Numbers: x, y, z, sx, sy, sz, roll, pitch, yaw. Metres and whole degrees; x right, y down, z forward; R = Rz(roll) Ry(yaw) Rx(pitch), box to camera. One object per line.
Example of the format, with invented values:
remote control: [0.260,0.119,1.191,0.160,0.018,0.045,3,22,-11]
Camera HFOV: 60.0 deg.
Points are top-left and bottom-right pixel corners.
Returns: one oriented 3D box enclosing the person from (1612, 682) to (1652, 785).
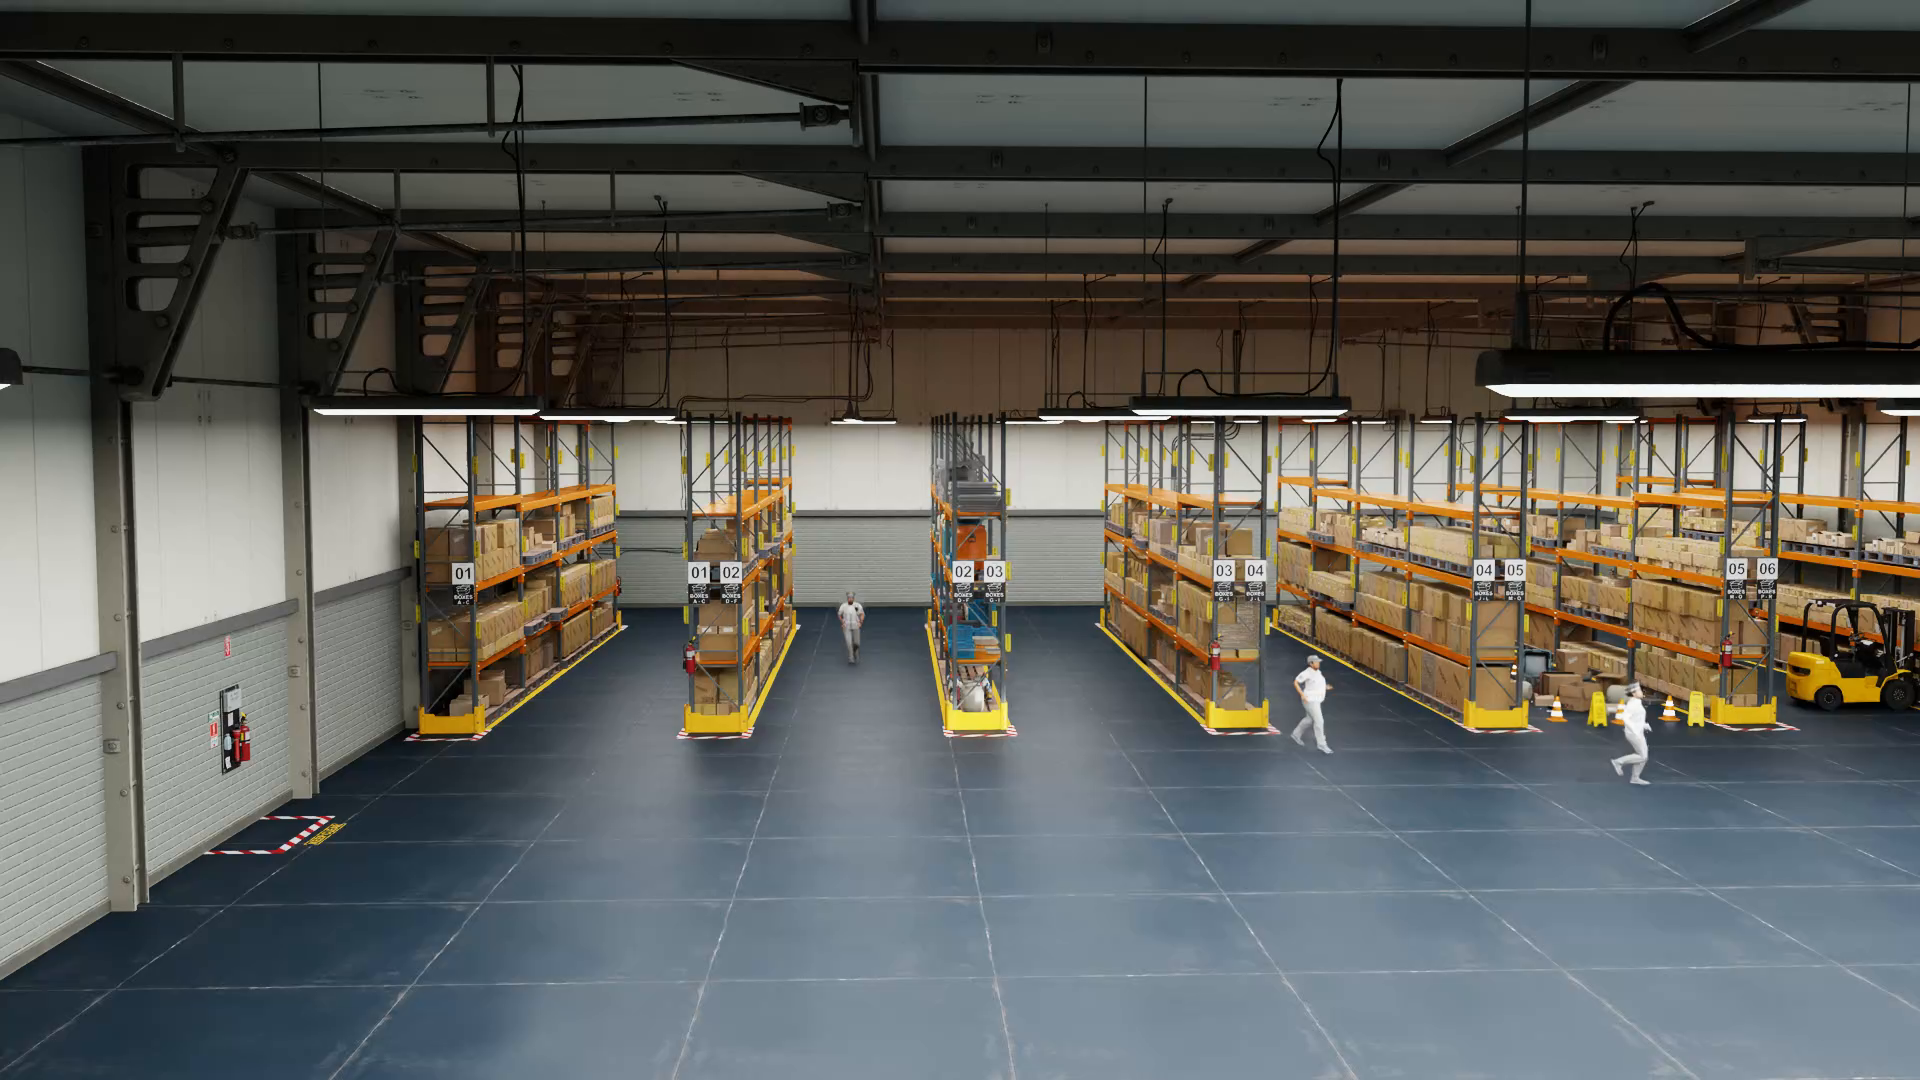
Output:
person: [10.760,3.087,26.620,0.567,1.645,0.629,2,4,26]

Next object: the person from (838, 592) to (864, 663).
person: [-2.634,2.109,40.312,0.640,1.736,0.596,0,4,-5]

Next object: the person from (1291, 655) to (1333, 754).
person: [6.218,2.877,29.387,0.875,1.694,0.565,3,5,36]

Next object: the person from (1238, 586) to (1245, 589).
person: [7.847,1.583,47.740,0.746,1.752,0.842,2,4,30]
